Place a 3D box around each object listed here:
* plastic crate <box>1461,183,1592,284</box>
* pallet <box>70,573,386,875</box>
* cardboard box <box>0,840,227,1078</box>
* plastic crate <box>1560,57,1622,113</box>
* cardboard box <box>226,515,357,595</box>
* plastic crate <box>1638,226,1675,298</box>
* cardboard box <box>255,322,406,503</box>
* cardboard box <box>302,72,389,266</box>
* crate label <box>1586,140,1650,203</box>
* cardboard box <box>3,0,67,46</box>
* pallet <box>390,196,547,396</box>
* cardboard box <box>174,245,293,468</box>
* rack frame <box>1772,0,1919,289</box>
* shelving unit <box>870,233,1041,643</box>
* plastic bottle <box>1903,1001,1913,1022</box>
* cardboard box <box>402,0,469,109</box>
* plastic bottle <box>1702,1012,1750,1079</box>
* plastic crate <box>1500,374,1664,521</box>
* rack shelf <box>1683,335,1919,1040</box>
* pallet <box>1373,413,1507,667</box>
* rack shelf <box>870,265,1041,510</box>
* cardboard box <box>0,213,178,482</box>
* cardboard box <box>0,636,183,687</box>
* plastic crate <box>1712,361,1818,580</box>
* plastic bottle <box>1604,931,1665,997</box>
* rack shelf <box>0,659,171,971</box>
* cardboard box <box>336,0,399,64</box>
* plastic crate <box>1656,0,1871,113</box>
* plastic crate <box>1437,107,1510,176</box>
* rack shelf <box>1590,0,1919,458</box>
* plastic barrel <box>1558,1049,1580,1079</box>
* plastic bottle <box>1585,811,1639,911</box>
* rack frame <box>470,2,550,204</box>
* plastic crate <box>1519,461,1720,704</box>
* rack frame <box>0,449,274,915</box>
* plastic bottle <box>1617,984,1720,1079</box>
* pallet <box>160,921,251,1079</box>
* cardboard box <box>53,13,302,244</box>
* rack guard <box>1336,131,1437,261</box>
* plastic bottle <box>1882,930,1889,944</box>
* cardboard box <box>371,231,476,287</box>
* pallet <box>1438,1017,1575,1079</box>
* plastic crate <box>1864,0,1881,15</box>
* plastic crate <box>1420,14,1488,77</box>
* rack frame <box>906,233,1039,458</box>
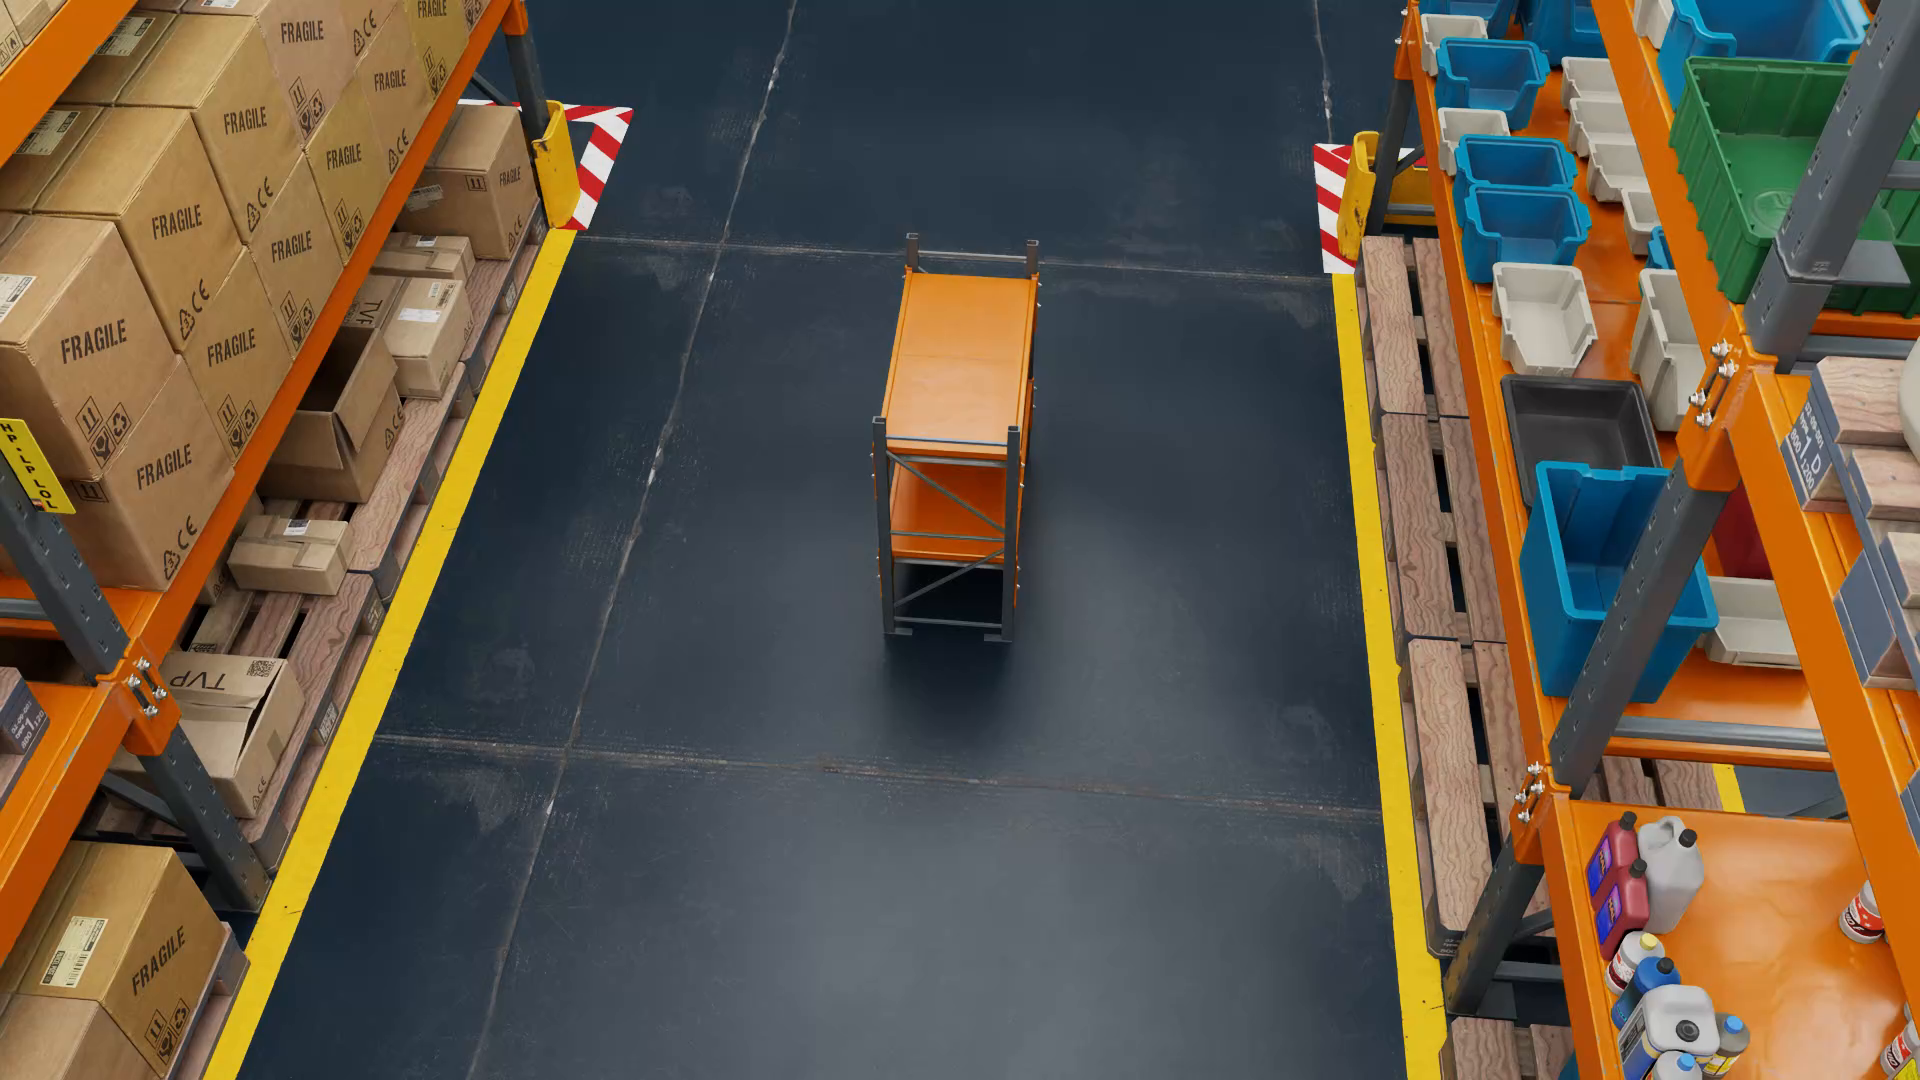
[{"bbox_3d":[1.942,-1.045,5.772,0.416,0.233,0.300,4,48,4],"label":"plastic crate"},{"bbox_3d":[-2.794,0.611,6.074,1.003,0.211,1.213,4,48,4],"label":"pallet"},{"bbox_3d":[-2.617,1.252,4.994,0.500,0.500,0.500,4,48,3],"label":"cardboard box"},{"bbox_3d":[2.545,-1.749,6.480,0.396,0.136,0.243,4,48,4],"label":"plastic crate"},{"bbox_3d":[-2.535,0.052,6.317,0.380,0.166,0.250,4,48,4],"label":"cardboard box"},{"bbox_3d":[2.508,-0.866,5.608,0.416,0.233,0.300,4,48,4],"label":"plastic crate"},{"bbox_3d":[-2.691,-0.512,6.605,0.797,0.503,0.637,4,48,4],"label":"cardboard box"},{"bbox_3d":[-2.404,-1.333,5.894,0.500,0.500,0.500,3,48,3],"label":"cardboard box"},{"bbox_3d":[2.503,-1.330,6.098,0.396,0.136,0.243,4,48,4],"label":"crate label"},{"bbox_3d":[-2.517,-1.495,4.179,0.500,0.250,0.500,4,48,4],"label":"cardboard box"},{"bbox_3d":[-2.572,-1.182,7.714,1.003,0.211,1.213,4,48,4],"label":"pallet"},{"bbox_3d":[-2.496,-0.592,5.217,0.500,0.500,0.500,5,48,4],"label":"cardboard box"},{"bbox_3d":[2.075,-1.514,2.062,1.000,3.000,0.127,4,48,4],"label":"rack frame"},{"bbox_3d":[0.001,-0.385,6.365,0.538,1.125,1.048,4,48,4],"label":"shelving unit"},{"bbox_3d":[2.305,1.070,3.899,0.097,0.201,0.097,0,48,0],"label":"plastic bottle"},{"bbox_3d":[-2.307,-2.069,6.568,0.500,0.500,0.500,4,48,4],"label":"cardboard box"},{"bbox_3d":[1.746,1.156,3.821,0.097,0.201,0.097,0,48,0],"label":"plastic bottle"},{"bbox_3d":[1.909,-0.257,5.124,0.437,0.125,0.590,4,48,4],"label":"plastic crate"},{"bbox_3d":[1.893,1.211,2.091,1.077,0.370,4.000,4,48,4],"label":"rack shelf"},{"bbox_3d":[2.212,0.010,6.624,1.003,0.211,1.213,4,48,4],"label":"pallet"},{"bbox_3d":[0.001,-0.582,6.149,0.538,0.278,1.000,4,48,4],"label":"rack shelf"},{"bbox_3d":[-2.534,-0.524,4.477,0.500,0.500,0.500,5,48,5],"label":"cardboard box"},{"bbox_3d":[-3.088,0.432,5.744,0.500,0.500,0.500,4,48,4],"label":"cardboard box"},{"bbox_3d":[2.406,-0.170,4.815,0.402,0.464,0.583,4,48,4],"label":"plastic crate"},{"bbox_3d":[1.612,1.002,3.961,0.097,0.201,0.097,0,48,0],"label":"plastic bottle"},{"bbox_3d":[-3.040,1.887,3.505,1.077,0.370,4.000,4,48,4],"label":"rack shelf"},{"bbox_3d":[-2.348,-2.038,5.861,0.500,0.500,0.500,5,48,5],"label":"cardboard box"},{"bbox_3d":[1.840,-1.136,3.863,0.416,0.233,0.300,4,48,4],"label":"plastic crate"},{"bbox_3d":[1.916,-1.472,6.228,0.250,0.136,0.298,4,48,4],"label":"plastic crate"},{"bbox_3d":[2.257,-1.729,4.779,1.077,0.370,4.000,4,48,4],"label":"rack shelf"},{"bbox_3d":[2.008,1.476,4.531,0.600,0.901,0.708,4,48,4],"label":"plastic barrel"},{"bbox_3d":[1.617,0.791,4.099,0.061,0.283,0.133,4,48,4],"label":"plastic bottle"},{"bbox_3d":[-2.493,-2.765,7.272,1.000,3.000,0.127,4,48,4],"label":"rack frame"},{"bbox_3d":[1.778,0.130,4.595,0.392,0.384,0.575,4,48,4],"label":"plastic crate"},{"bbox_3d":[-2.858,0.175,4.583,1.000,3.000,0.127,4,48,4],"label":"rack frame"},{"bbox_3d":[1.620,1.136,3.788,0.152,0.276,0.135,4,48,4],"label":"plastic bottle"},{"bbox_3d":[-2.894,1.716,5.063,1.003,0.211,1.213,4,48,4],"label":"pallet"},{"bbox_3d":[-2.441,-1.281,5.169,0.500,0.500,0.500,3,48,2],"label":"cardboard box"},{"bbox_3d":[2.429,-1.604,7.904,1.175,0.500,0.348,4,48,4],"label":"rack guard"},{"bbox_3d":[2.361,0.864,4.037,0.152,0.276,0.135,4,48,4],"label":"plastic bottle"},{"bbox_3d":[-2.424,-1.249,7.508,0.380,0.166,0.250,4,48,4],"label":"cardboard box"},{"bbox_3d":[1.963,2.016,4.789,1.003,0.211,1.213,4,48,4],"label":"pallet"},{"bbox_3d":[2.461,-1.352,4.035,0.497,0.269,0.590,4,48,4],"label":"plastic crate"},{"bbox_3d":[1.977,-1.971,6.683,0.250,0.136,0.298,4,48,4],"label":"plastic crate"},{"bbox_3d":[0.047,-0.758,6.707,0.500,1.125,0.032,4,48,4],"label":"rack frame"}]
